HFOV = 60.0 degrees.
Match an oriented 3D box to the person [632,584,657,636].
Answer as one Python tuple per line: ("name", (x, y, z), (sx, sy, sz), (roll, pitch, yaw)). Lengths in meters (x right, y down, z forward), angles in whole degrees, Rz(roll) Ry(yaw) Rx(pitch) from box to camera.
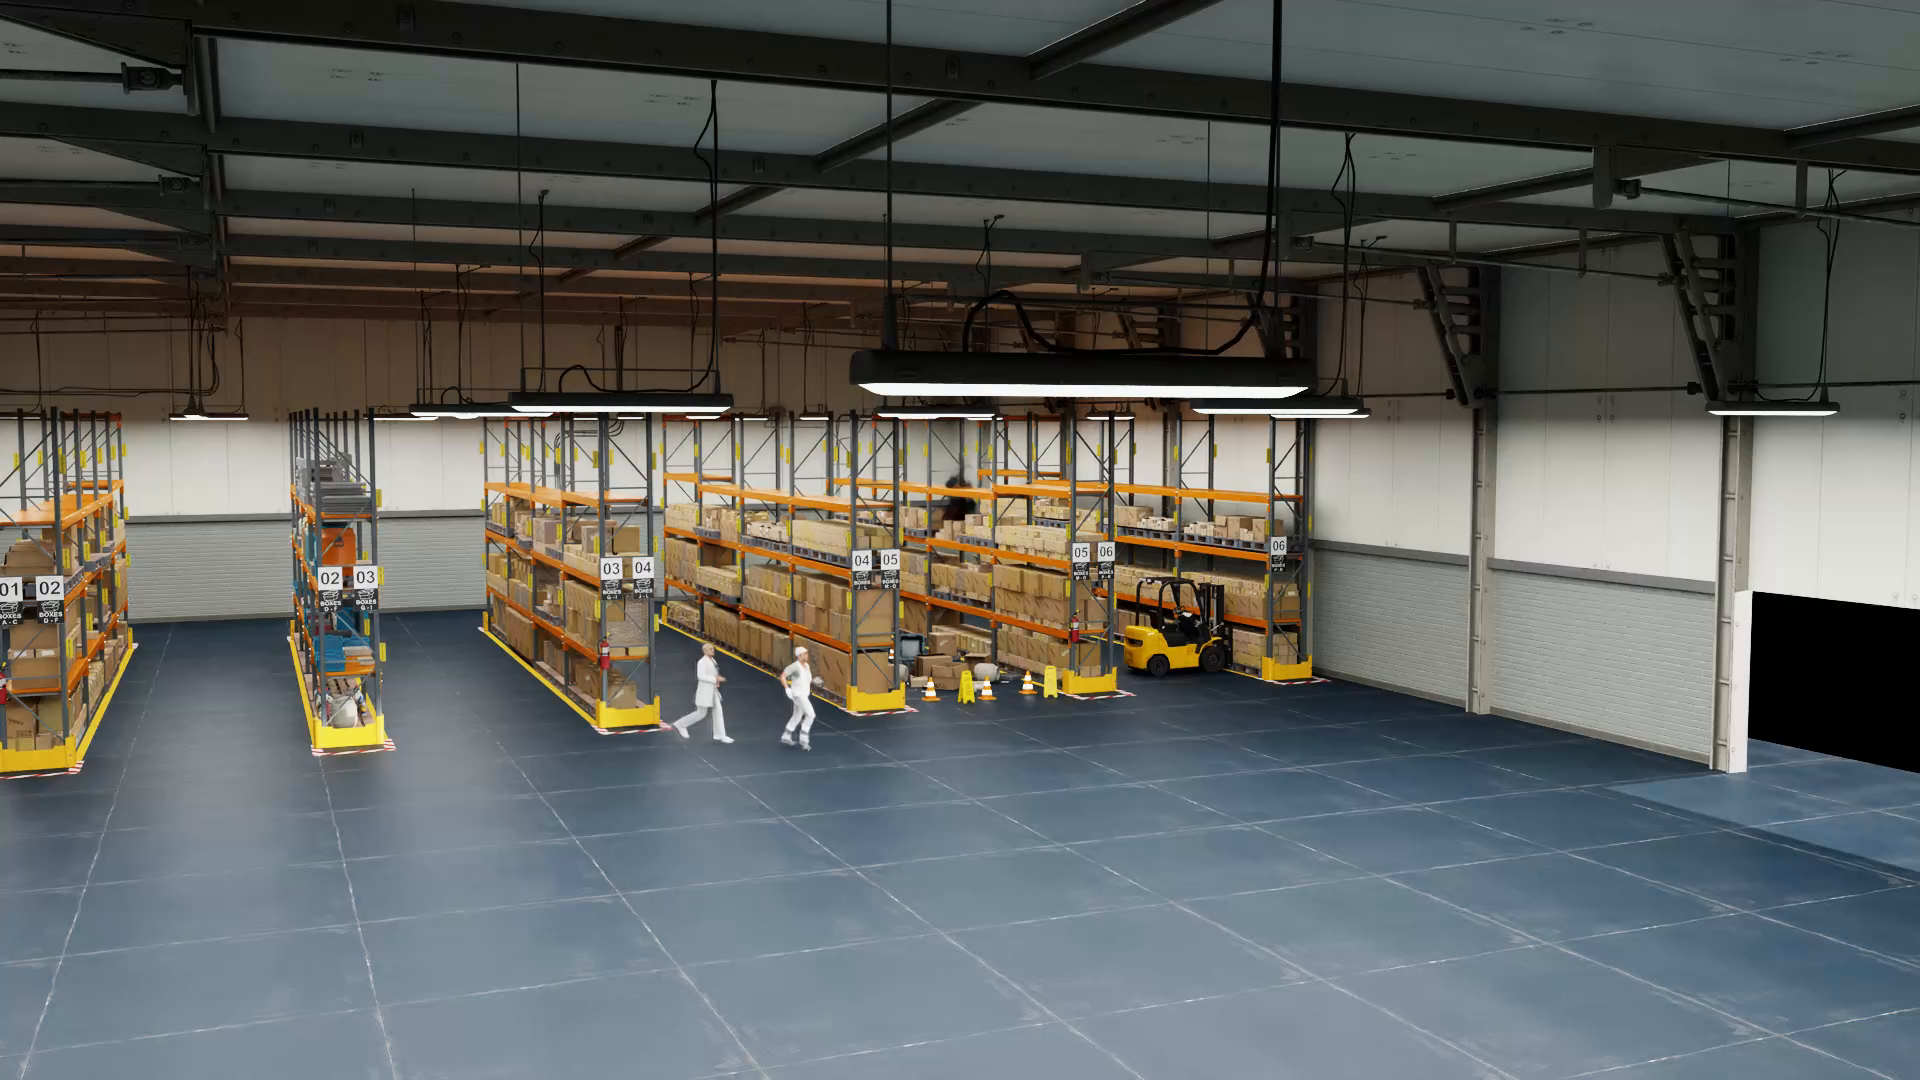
("person", (-8.506, 1.706, 44.781), (0.713, 1.765, 0.866), (-1, 4, -16))

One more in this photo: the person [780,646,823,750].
("person", (-2.801, 2.788, 29.329), (0.767, 1.834, 0.637), (1, 4, 12))

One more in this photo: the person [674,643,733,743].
("person", (-4.591, 2.784, 29.877), (1.045, 1.710, 0.718), (1, 4, 12))

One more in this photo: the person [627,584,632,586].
("person", (-9.030, 1.630, 45.811), (0.683, 1.785, 0.669), (-2, 4, -25))
